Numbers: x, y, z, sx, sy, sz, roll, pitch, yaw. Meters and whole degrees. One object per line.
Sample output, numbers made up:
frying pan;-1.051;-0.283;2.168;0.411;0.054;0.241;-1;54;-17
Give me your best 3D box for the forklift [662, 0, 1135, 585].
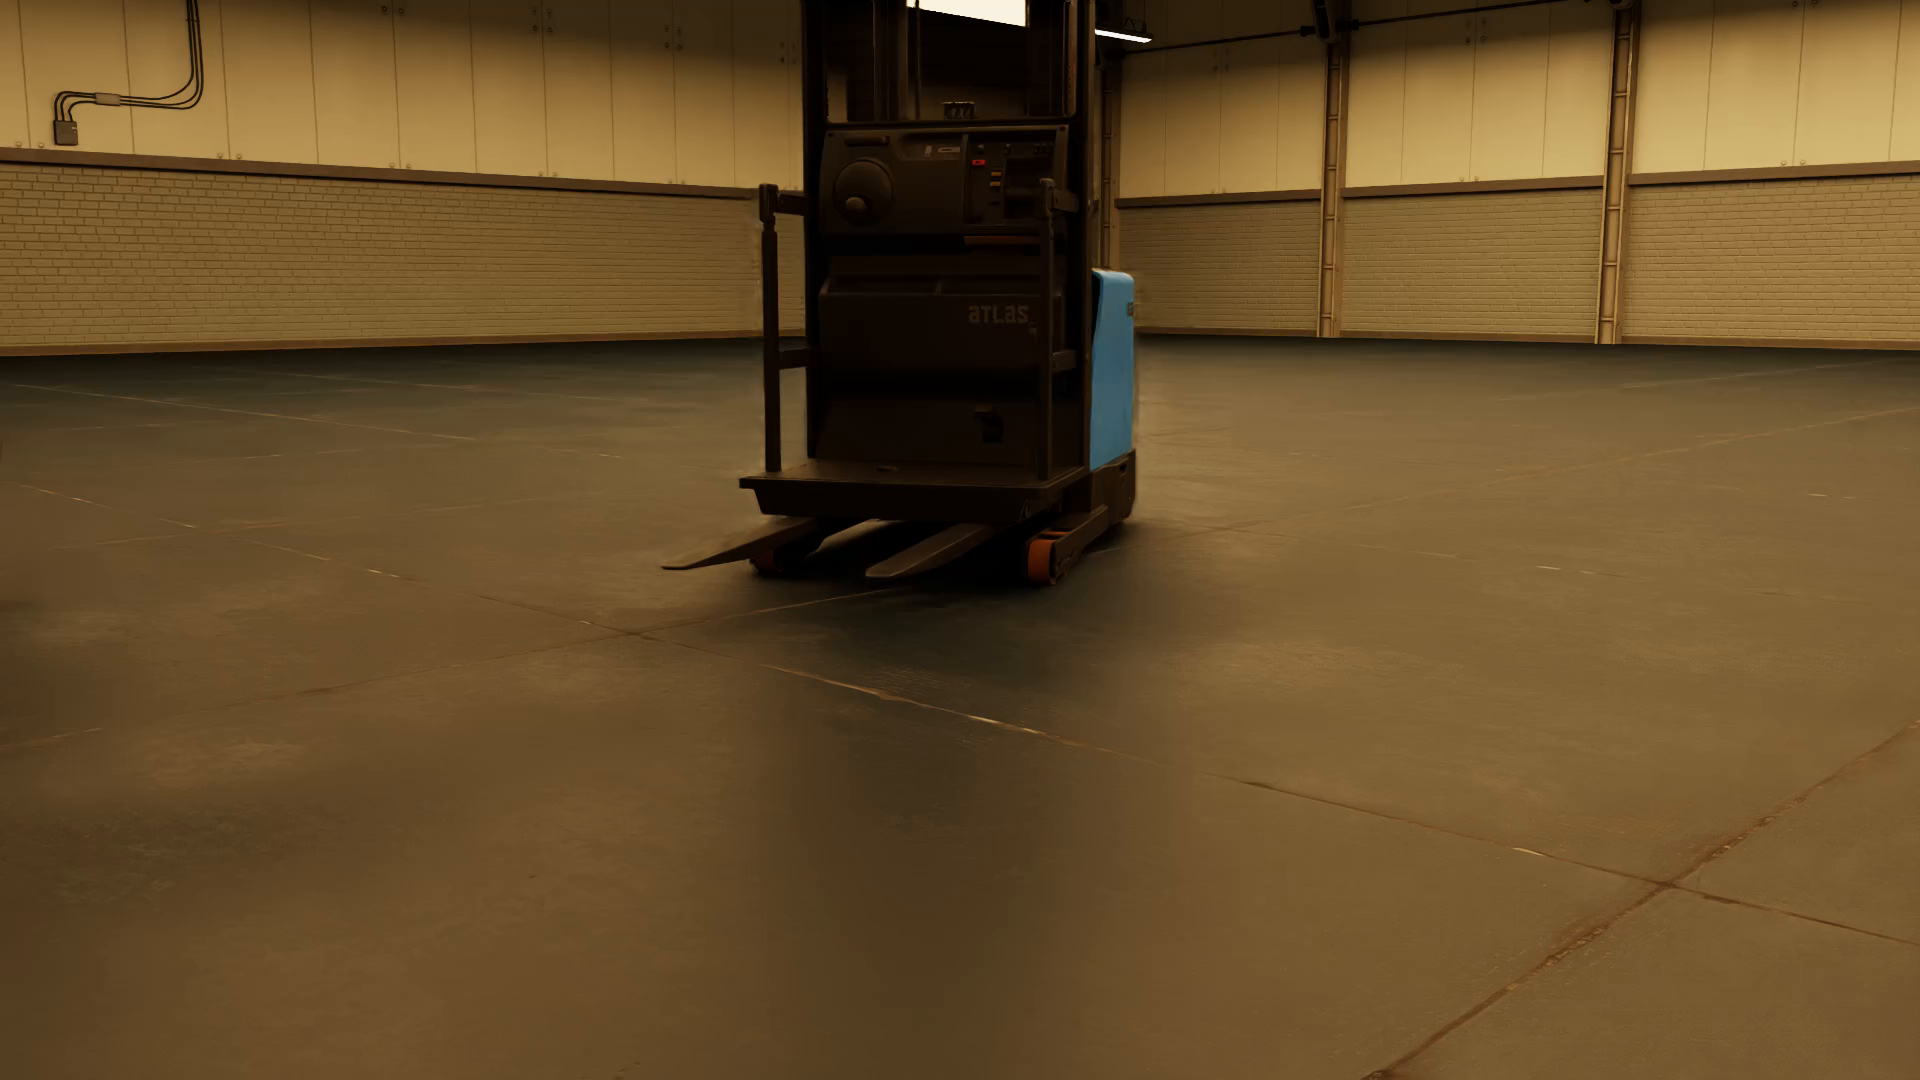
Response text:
forklift;-0.119;-1.356;5.879;1.130;2.935;3.031;2;9;15
